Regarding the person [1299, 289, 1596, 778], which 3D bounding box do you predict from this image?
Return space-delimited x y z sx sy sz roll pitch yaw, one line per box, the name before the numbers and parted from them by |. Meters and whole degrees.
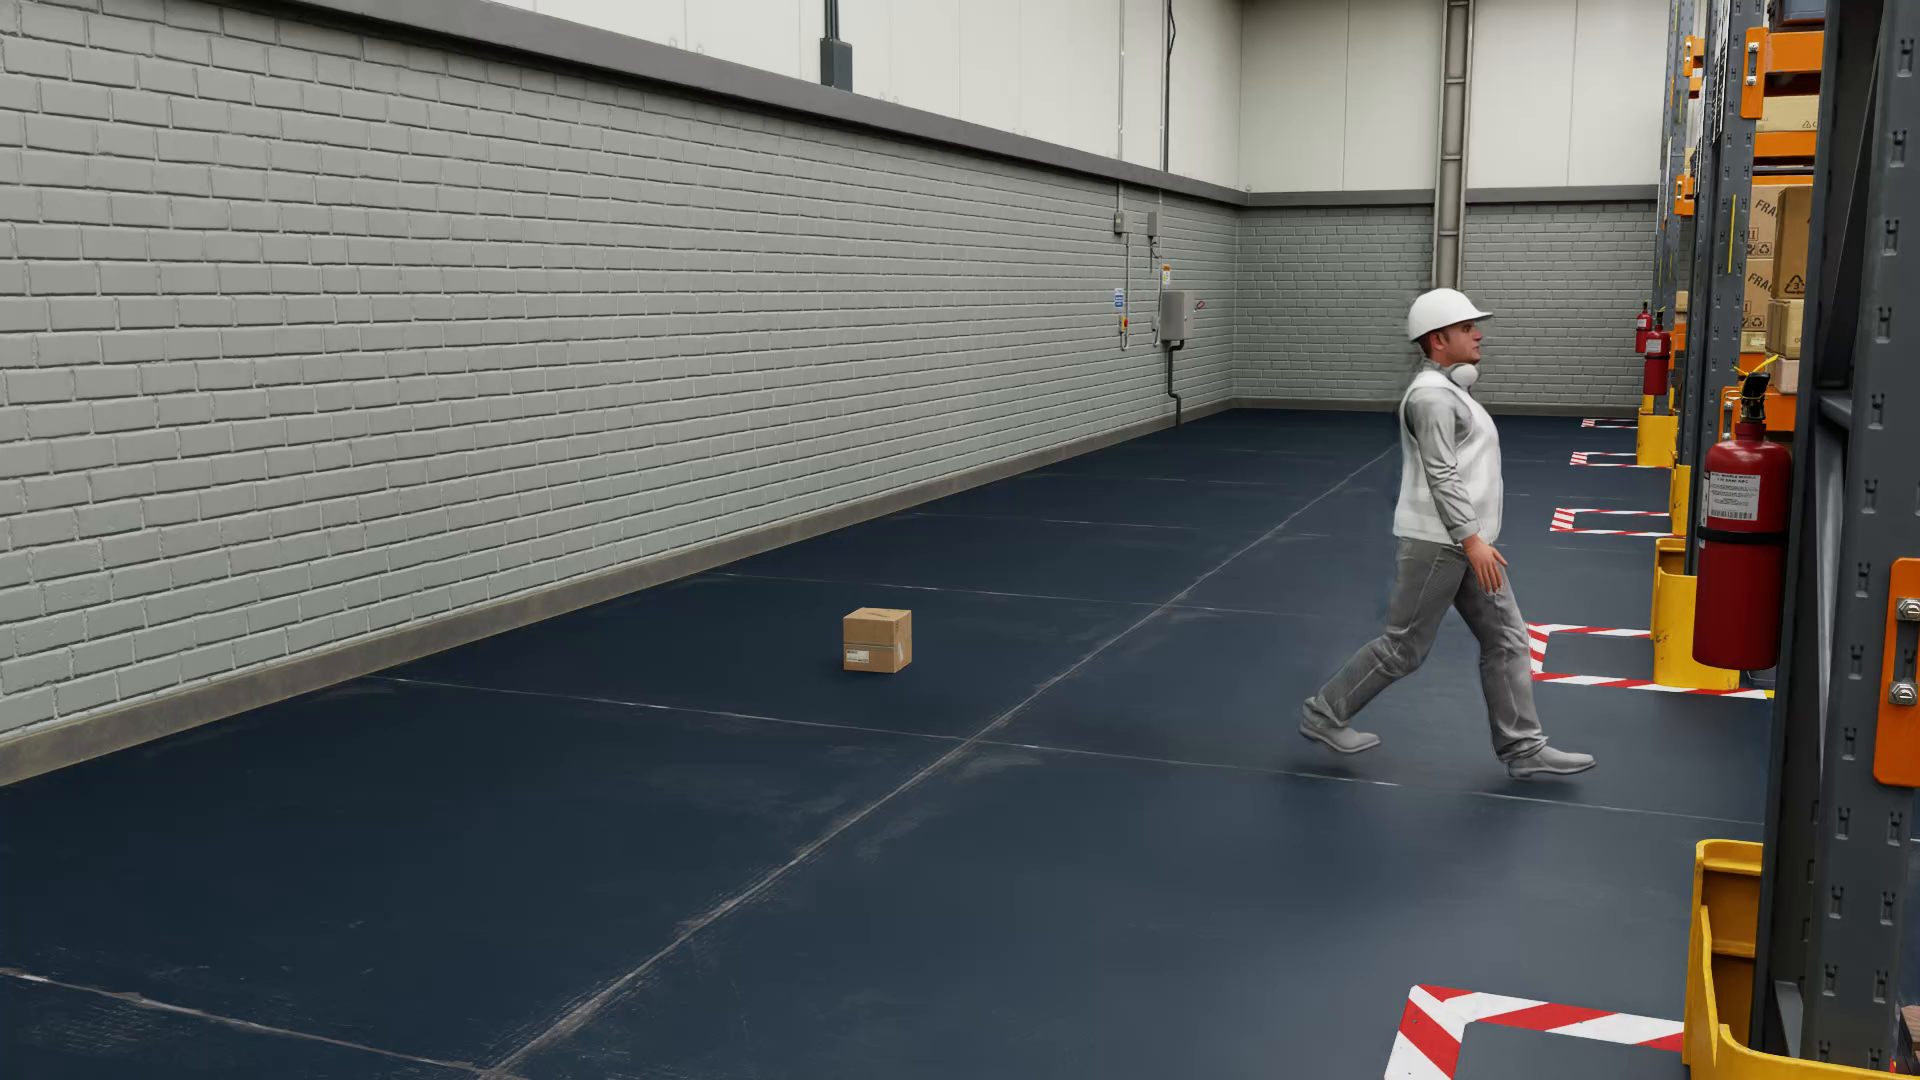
person | 1.735 -0.013 5.872 1.022 1.731 0.564 4 10 27
